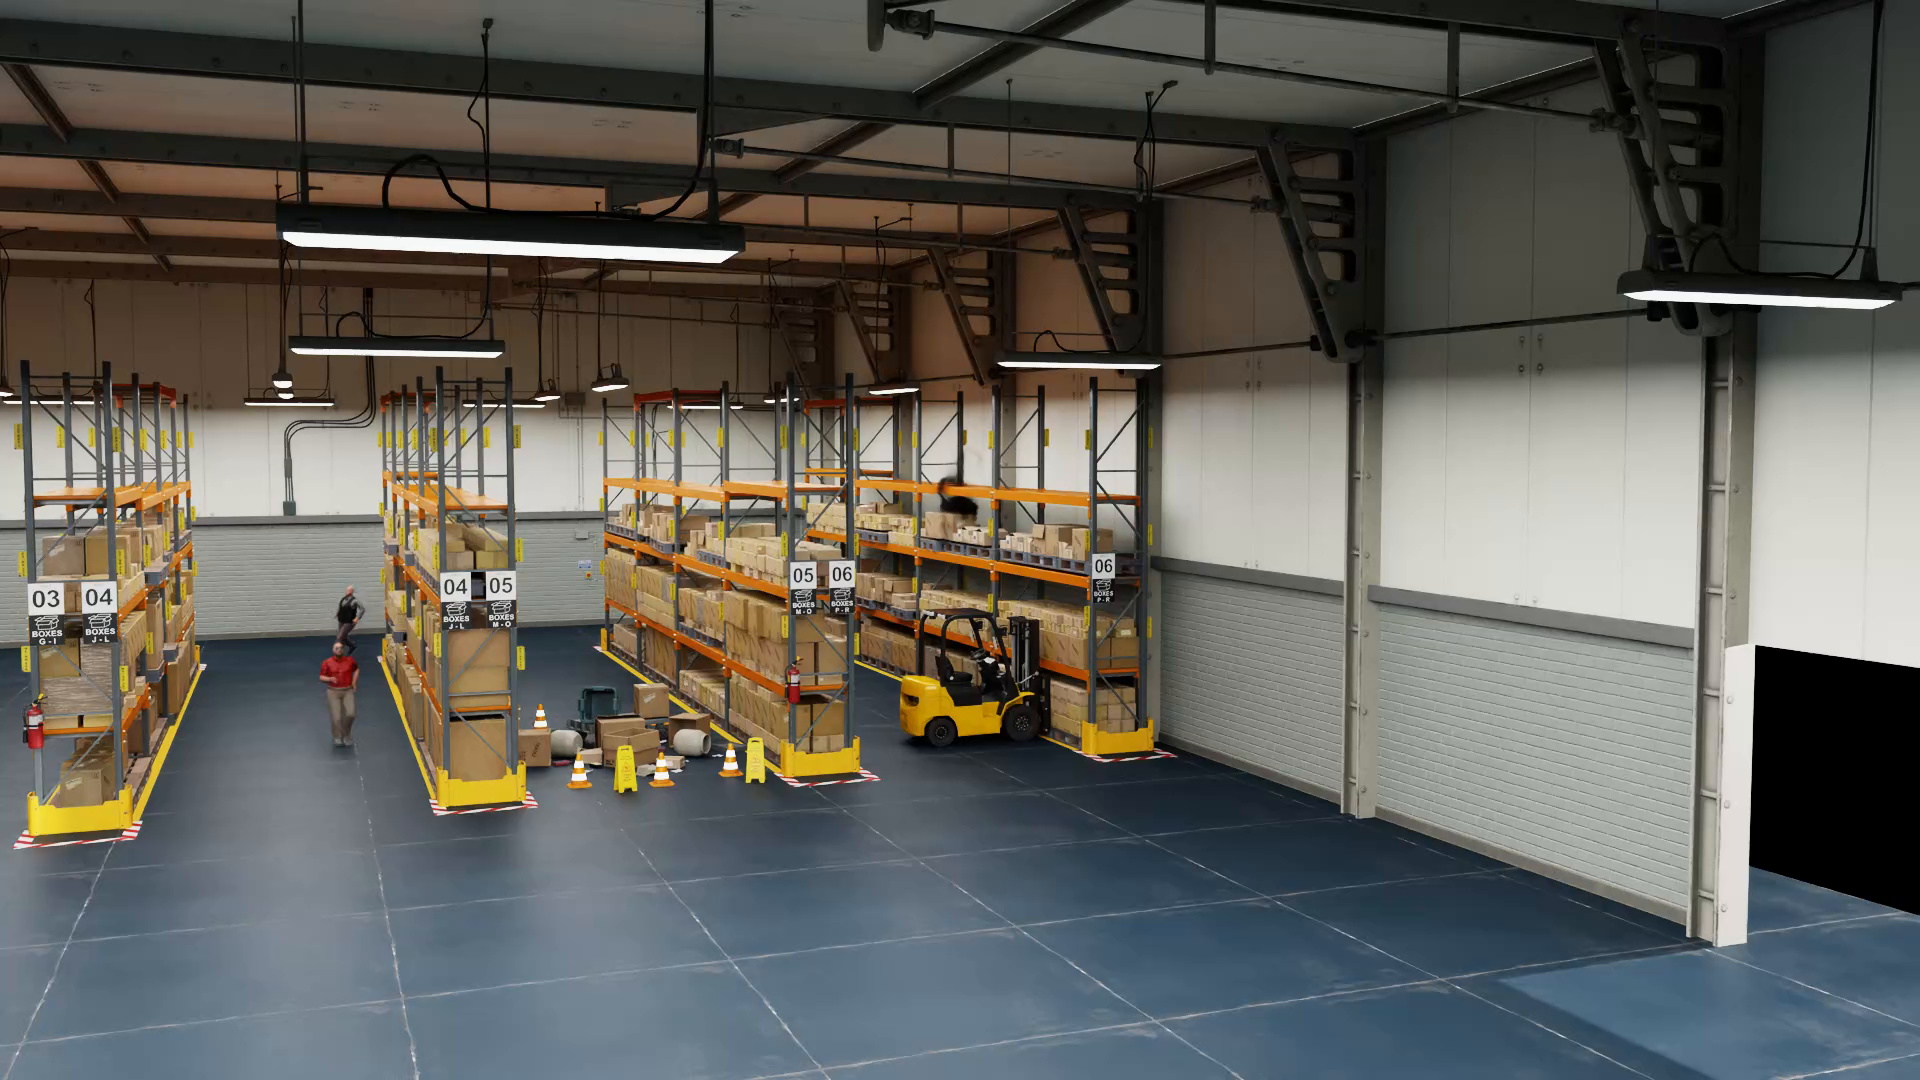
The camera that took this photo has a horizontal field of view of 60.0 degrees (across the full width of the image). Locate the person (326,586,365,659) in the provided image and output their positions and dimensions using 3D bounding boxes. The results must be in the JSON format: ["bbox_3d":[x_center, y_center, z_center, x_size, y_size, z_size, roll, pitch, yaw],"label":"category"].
[{"bbox_3d":[-13.906,1.883,37.755,0.716,1.680,0.928,2,4,29],"label":"person"}]

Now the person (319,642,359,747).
[{"bbox_3d":[-10.056,2.531,27.036,0.645,1.733,0.643,-2,4,-29],"label":"person"}]
